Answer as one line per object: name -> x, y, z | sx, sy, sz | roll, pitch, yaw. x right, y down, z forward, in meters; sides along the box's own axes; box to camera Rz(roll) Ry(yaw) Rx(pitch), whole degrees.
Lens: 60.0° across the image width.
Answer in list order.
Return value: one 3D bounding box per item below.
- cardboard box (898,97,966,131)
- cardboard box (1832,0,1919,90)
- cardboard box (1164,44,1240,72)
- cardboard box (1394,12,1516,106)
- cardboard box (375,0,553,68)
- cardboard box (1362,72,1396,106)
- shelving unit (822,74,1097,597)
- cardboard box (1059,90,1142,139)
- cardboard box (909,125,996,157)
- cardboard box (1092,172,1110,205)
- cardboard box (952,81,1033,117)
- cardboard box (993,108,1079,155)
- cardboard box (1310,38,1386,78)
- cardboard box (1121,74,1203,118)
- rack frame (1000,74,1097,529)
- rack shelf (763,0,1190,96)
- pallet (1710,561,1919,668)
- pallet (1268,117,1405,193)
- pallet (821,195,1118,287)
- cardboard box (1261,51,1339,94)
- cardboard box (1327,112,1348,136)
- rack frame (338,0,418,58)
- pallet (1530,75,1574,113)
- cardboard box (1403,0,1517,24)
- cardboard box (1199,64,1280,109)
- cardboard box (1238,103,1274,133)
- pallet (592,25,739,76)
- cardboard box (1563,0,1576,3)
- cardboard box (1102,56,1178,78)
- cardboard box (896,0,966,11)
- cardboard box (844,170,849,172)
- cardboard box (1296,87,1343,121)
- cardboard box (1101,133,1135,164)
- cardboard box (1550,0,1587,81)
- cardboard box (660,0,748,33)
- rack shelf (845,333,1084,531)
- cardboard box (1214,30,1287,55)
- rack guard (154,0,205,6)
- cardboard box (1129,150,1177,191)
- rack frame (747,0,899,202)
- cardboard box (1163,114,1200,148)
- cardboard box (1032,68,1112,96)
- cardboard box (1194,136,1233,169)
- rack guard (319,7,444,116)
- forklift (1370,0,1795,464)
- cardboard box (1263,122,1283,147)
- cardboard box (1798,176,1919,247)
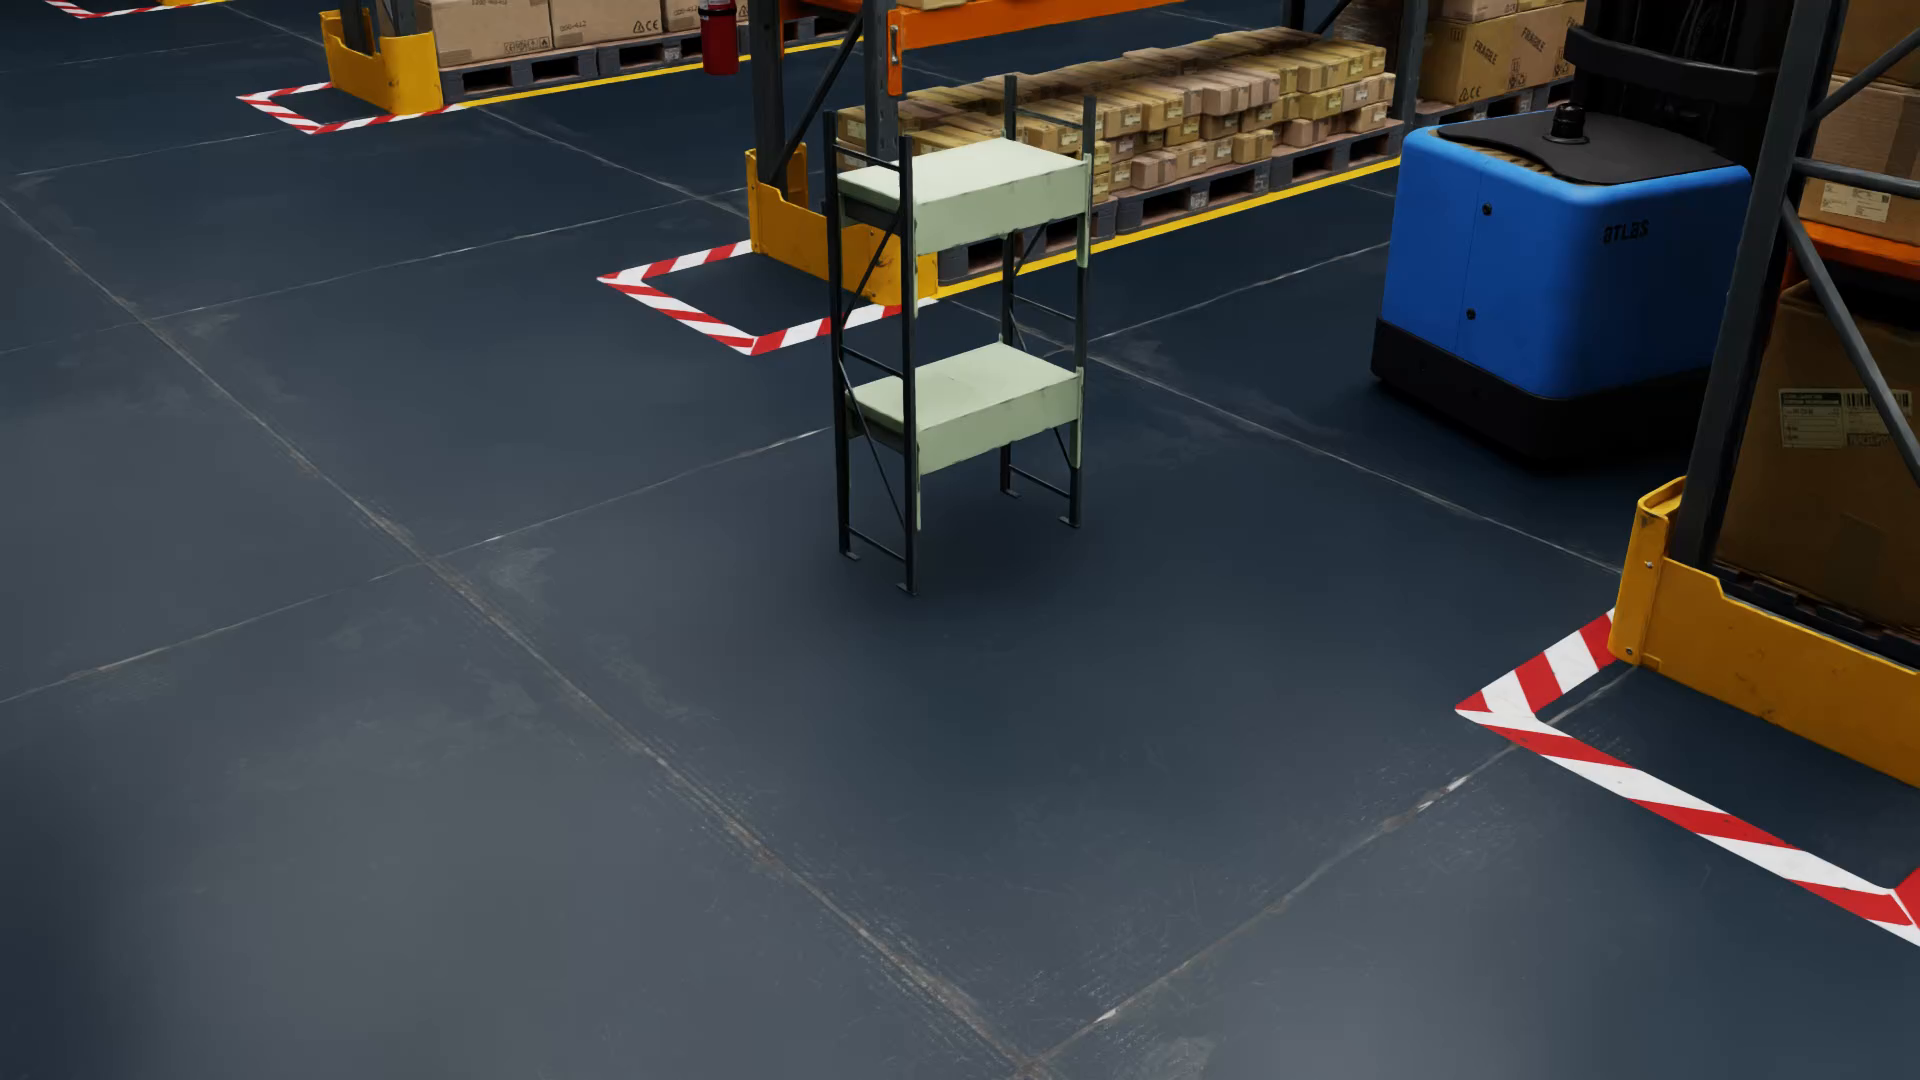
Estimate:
cardboard box -> -0.182, -2.145, 8.529 | 0.250, 0.149, 0.380 | -21, 35, -34
cardboard box -> 2.694, -1.475, 4.375 | 0.500, 0.500, 0.500 | -21, 35, -34
cardboard box -> 1.406, -2.782, 9.721 | 0.250, 0.149, 0.380 | -23, 36, -36
cardboard box -> 3.129, -3.083, 10.542 | 0.500, 0.500, 0.500 | -20, 34, -33
cardboard box -> -3.501, -3.682, 11.731 | 0.875, 0.438, 0.875 | -23, 36, -37
cardboard box -> 2.361, -2.718, 9.916 | 0.250, 0.149, 0.380 | -21, 35, -34
shelving unit -> 0.005, -0.664, 5.400 | 0.755, 1.500, 0.431 | -22, 35, -35
cardboard box -> 0.729, -2.220, 8.669 | 0.250, 0.149, 0.380 | -20, 34, -33
cardboard box -> -0.029, -1.874, 8.022 | 0.250, 0.149, 0.380 | -24, 36, -37
cardboard box -> 0.554, -1.845, 8.600 | 0.250, 0.149, 0.380 | -21, 35, -34
cardboard box -> 0.171, -2.326, 8.868 | 0.250, 0.149, 0.380 | -24, 36, -37
cardboard box -> 0.377, -2.033, 8.319 | 0.250, 0.149, 0.380 | -22, 35, -35
cardboard box -> 2.293, -2.857, 9.862 | 0.250, 0.149, 0.380 | -21, 34, -34
cardboard box -> 1.088, -2.395, 8.997 | 0.250, 0.149, 0.380 | -22, 35, -35
rack frame -> 0.284, -0.775, 5.610 | 0.023, 1.500, 0.400 | -22, 35, -35
rack shelf -> 0.873, -2.940, 8.832 | 4.000, 0.370, 1.077 | -22, 35, -35
pallet -> 3.052, 0.121, 5.299 | 1.213, 0.211, 1.003 | -22, 35, -35
pallet -> 1.907, -2.421, 10.056 | 1.213, 0.211, 1.003 | -22, 35, -35
pallet -> 0.051, -1.675, 8.660 | 1.213, 0.211, 1.003 | -22, 35, -35
cardboard box -> 1.940, -2.686, 9.542 | 0.250, 0.149, 0.380 | -22, 35, -35
cardboard box -> 2.066, -2.505, 9.834 | 0.250, 0.149, 0.380 | -21, 34, -34
rack frame -> -3.938, -4.389, 10.781 | 0.127, 3.000, 1.000 | -22, 35, -35
pallet -> 3.915, -3.253, 11.613 | 1.213, 0.211, 1.003 | -22, 35, -35
cardboard box -> 3.128, -3.414, 10.366 | 0.500, 0.250, 0.500 | -24, 36, -37
cardboard box -> 1.546, -2.519, 9.228 | 0.250, 0.149, 0.380 | -24, 36, -37
cardboard box -> 1.536, -2.416, 9.351 | 0.250, 0.149, 0.380 | -21, 35, -34
pallet -> -2.453, -3.803, 12.643 | 1.213, 0.211, 1.003 | -22, 35, -35
cardboard box -> 3.923, -3.732, 10.962 | 0.500, 0.250, 0.500 | -20, 34, -33
cardboard box -> 1.006, -2.621, 9.419 | 0.250, 0.149, 0.380 | -24, 36, -37
cardboard box -> -0.189, -2.516, 7.542 | 0.250, 0.149, 0.380 | -22, 35, -35
cardboard box -> -0.383, -1.809, 8.532 | 0.250, 0.149, 0.380 | -21, 35, -34
cardboard box -> 1.971, -2.542, 9.588 | 0.250, 0.149, 0.380 | -23, 36, -37
cardboard box -> 0.696, -2.098, 8.756 | 0.250, 0.149, 0.380 | -24, 36, -37
cardboard box -> 3.920, -3.410, 11.155 | 0.500, 0.500, 0.500 | -21, 35, -34
cardboard box -> -2.123, -4.240, 12.775 | 0.875, 0.438, 0.875 | -23, 36, -36
rack shelf -> 0.005, -0.376, 5.554 | 0.720, 0.370, 0.431 | -22, 35, -35
cardboard box -> 1.750, -2.965, 10.064 | 0.250, 0.149, 0.380 | -20, 34, -33
rack guard -> -7.105, -5.089, 14.742 | 0.348, 0.500, 1.175 | -22, 35, -35
cardboard box -> 0.932, -2.003, 8.894 | 0.250, 0.149, 0.380 | -24, 36, -37
rack frame -> -0.648, -2.645, 7.517 | 0.127, 3.000, 1.000 | -22, 35, -35
cardboard box -> 1.088, -2.274, 9.087 | 0.250, 0.149, 0.380 | -20, 34, -33
cardboard box -> 0.612, -2.469, 9.135 | 0.250, 0.149, 0.380 | -23, 36, -36
cardboard box -> 1.288, -2.182, 9.230 | 0.250, 0.149, 0.380 | -21, 35, -34
rack guard -> -3.956, -3.280, 11.356 | 0.348, 0.500, 1.175 | -22, 35, -35
forklift -> 3.262, -2.044, 6.465 | 3.031, 2.935, 1.130 | -13, 31, -23
cardboard box -> 1.627, -2.364, 9.571 | 0.250, 0.149, 0.380 | -23, 36, -36
cardboard box -> 2.551, -0.952, 4.616 | 0.250, 0.149, 0.380 | -21, 35, -34
